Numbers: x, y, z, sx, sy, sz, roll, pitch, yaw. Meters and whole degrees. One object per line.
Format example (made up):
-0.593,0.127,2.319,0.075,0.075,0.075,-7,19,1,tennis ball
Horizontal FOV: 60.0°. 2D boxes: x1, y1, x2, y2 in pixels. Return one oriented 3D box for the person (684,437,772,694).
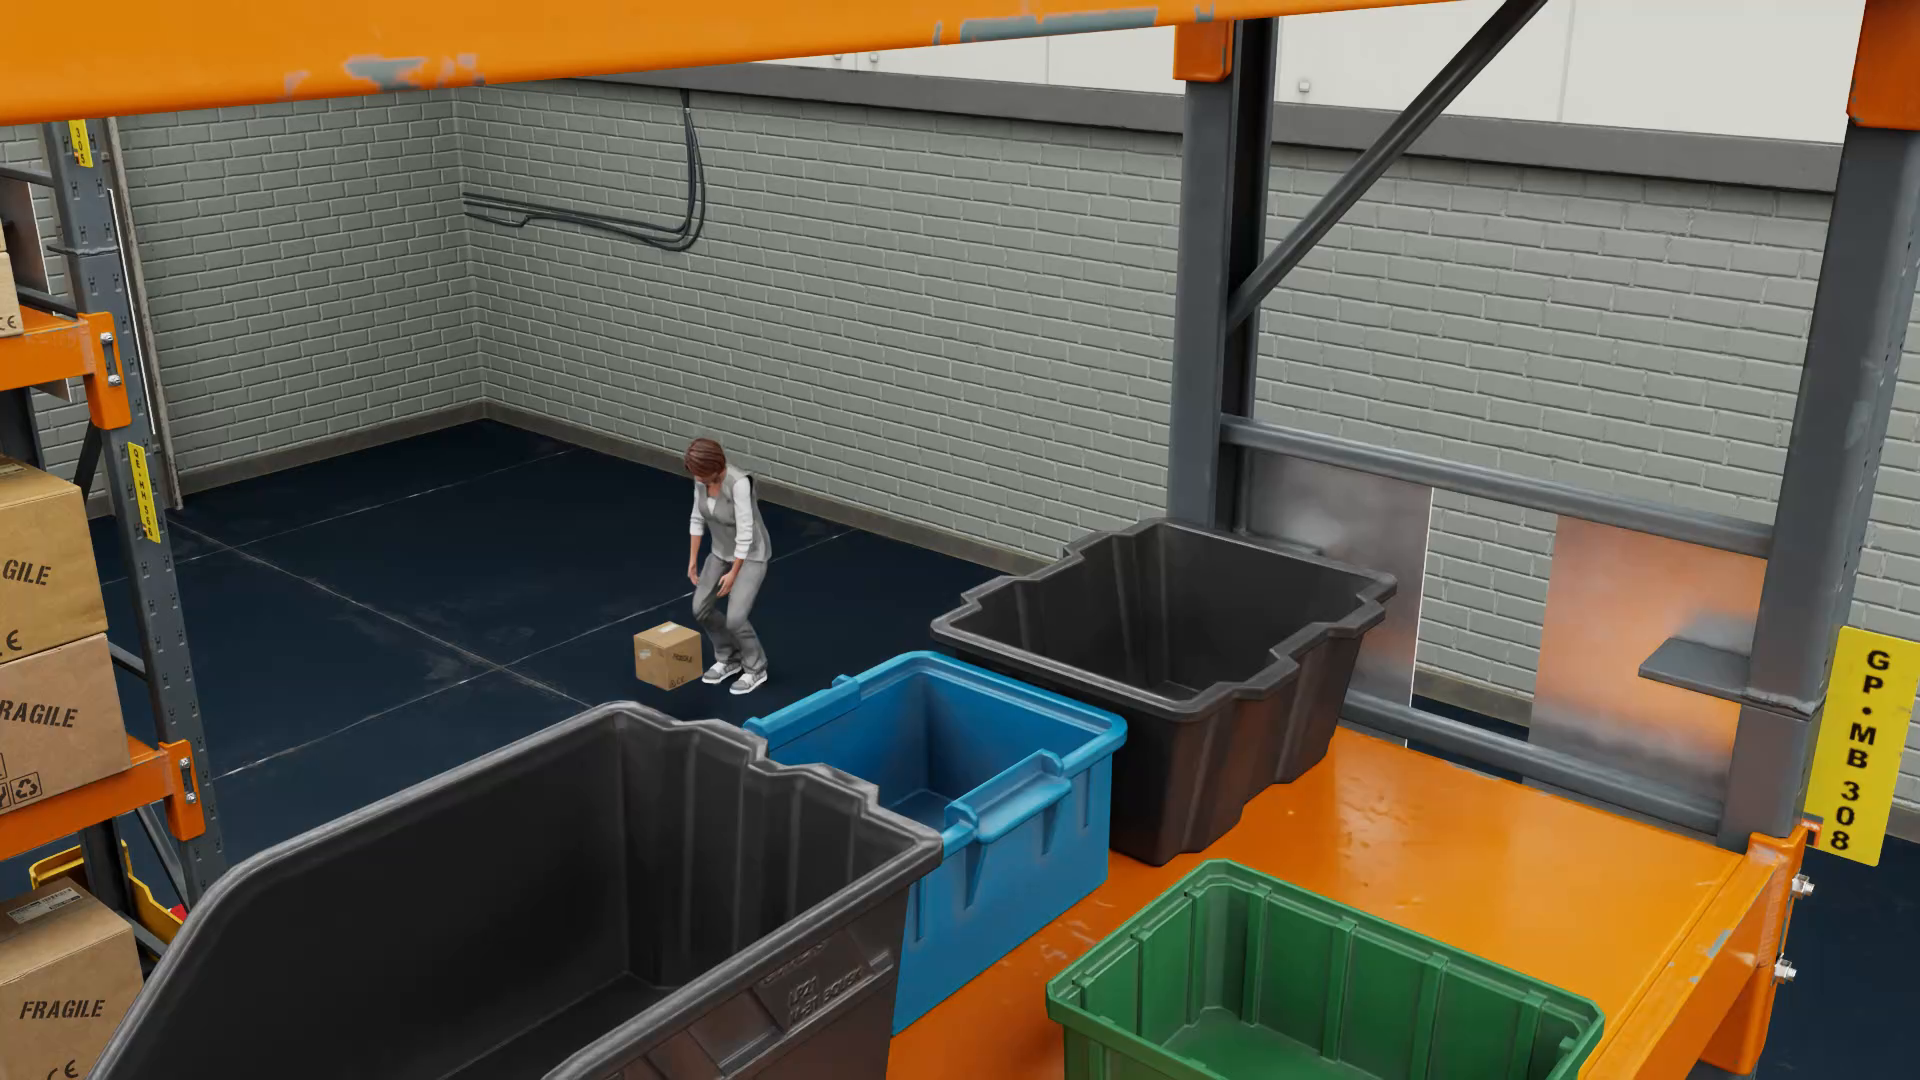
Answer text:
-1.240,0.122,8.971,0.451,1.464,0.518,16,26,37,person
